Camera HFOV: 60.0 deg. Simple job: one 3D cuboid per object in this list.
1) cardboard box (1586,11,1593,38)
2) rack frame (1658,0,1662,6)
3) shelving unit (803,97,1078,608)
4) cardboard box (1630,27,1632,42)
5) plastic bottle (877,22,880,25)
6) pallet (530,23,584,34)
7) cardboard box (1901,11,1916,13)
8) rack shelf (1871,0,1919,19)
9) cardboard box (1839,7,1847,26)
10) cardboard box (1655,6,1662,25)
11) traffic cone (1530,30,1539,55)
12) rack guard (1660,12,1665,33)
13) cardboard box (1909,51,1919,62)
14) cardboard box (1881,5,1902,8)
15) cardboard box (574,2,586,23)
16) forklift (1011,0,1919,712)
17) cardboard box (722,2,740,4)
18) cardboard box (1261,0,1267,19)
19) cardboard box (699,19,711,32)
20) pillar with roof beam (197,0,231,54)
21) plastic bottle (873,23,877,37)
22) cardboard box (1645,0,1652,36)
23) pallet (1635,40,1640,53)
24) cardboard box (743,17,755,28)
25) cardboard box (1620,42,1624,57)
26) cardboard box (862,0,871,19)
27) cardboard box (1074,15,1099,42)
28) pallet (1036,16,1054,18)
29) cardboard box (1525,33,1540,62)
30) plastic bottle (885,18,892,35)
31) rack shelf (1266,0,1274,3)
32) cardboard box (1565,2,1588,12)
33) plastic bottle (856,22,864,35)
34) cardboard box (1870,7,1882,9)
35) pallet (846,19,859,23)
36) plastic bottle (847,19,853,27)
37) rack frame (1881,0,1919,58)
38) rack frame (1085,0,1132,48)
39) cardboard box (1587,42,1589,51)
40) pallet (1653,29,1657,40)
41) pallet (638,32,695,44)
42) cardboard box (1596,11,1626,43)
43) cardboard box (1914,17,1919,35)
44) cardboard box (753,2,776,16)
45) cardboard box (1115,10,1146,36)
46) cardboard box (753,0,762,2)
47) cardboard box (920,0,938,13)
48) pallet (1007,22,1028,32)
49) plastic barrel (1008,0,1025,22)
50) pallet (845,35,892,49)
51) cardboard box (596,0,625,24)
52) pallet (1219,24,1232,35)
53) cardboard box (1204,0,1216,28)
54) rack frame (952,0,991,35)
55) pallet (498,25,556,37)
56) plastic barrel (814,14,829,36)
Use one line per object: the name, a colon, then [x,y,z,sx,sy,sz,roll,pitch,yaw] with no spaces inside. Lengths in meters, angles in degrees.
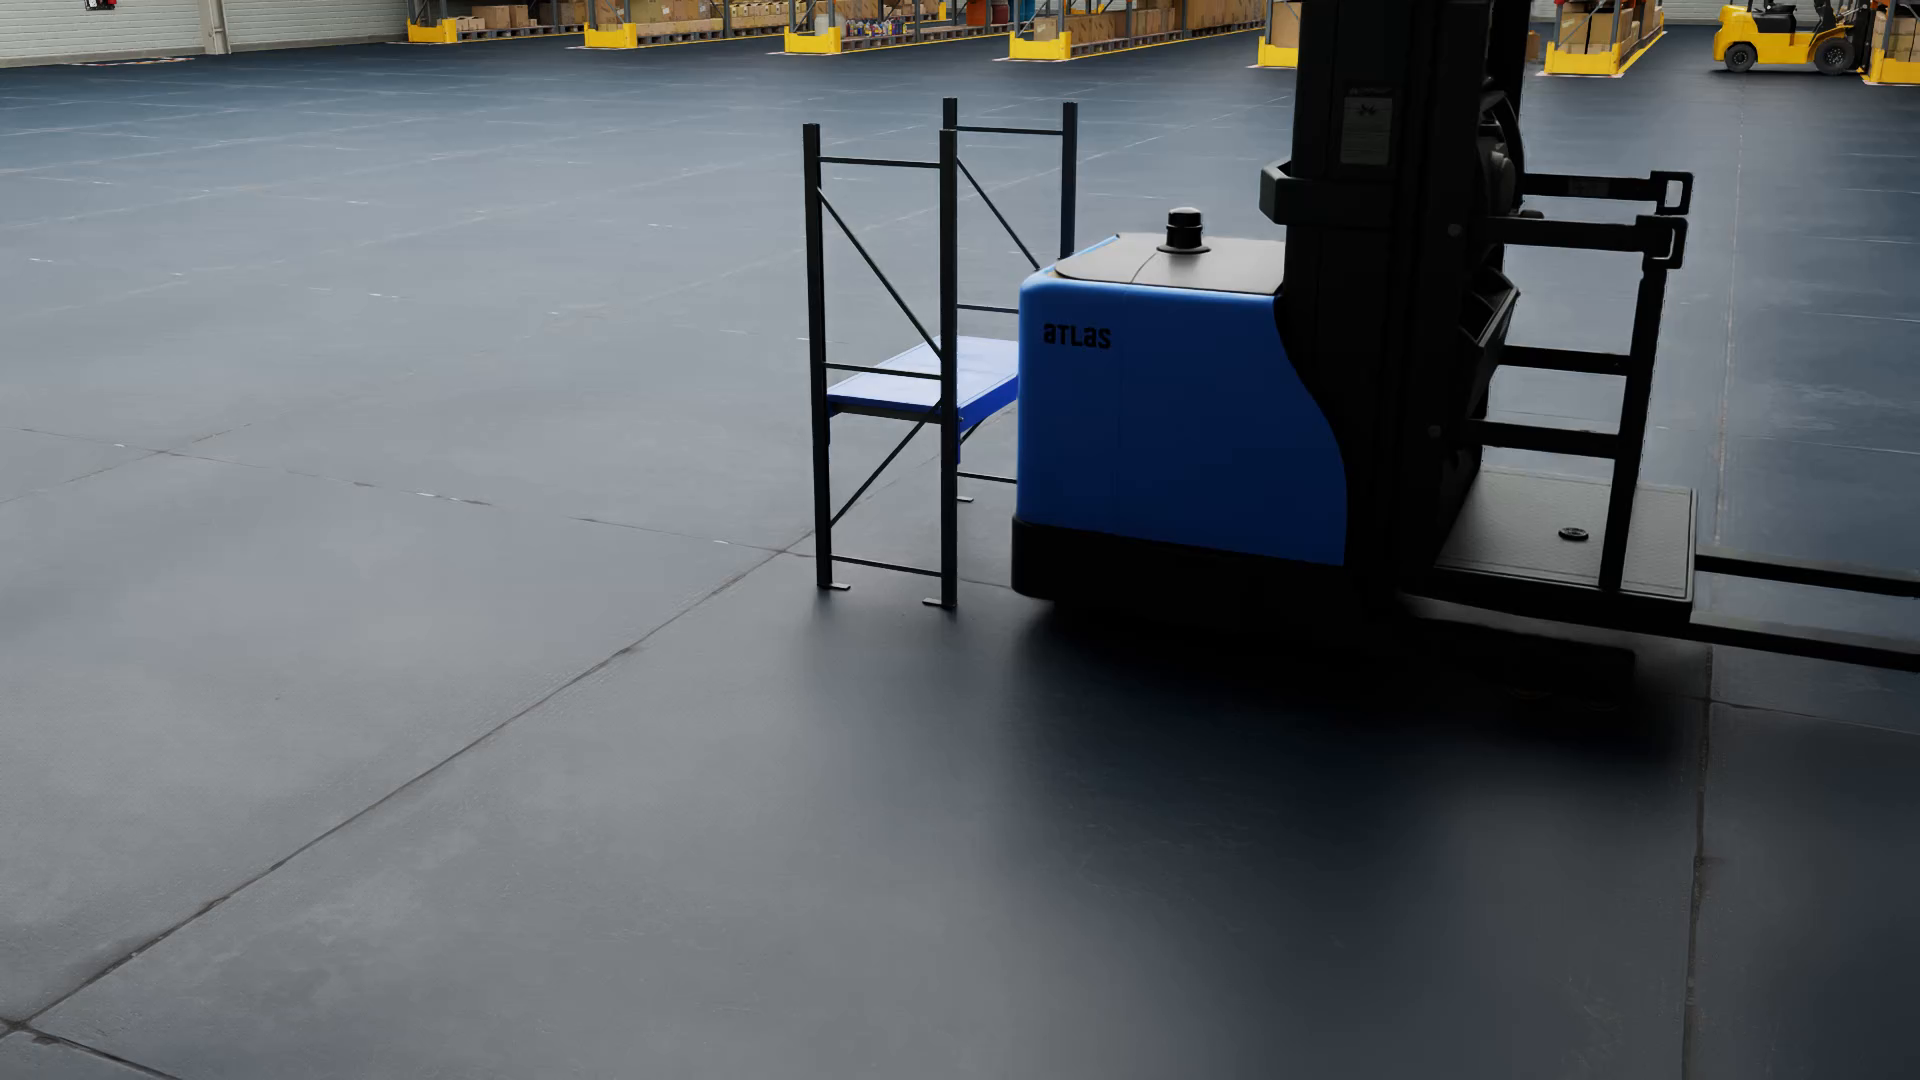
cardboard box: [10.856,-9.047,29.288,0.500,0.500,0.500,9,22,25]
rack frame: [17.107,-14.241,41.537,1.000,3.000,0.127,9,21,23]
shelving unit: [-0.035,-0.681,5.644,0.538,1.500,1.048,9,21,23]
cardboard box: [12.405,-9.694,32.044,0.950,0.372,0.625,9,21,23]
plastic bottle: [-1.746,-11.111,36.133,0.061,0.283,0.133,9,21,23]
pallet: [-10.088,-12.896,41.916,1.003,0.211,1.213,9,21,23]
cardboard box: [16.698,-9.090,29.036,0.500,0.250,0.500,9,21,24]
rack shelf: [15.904,-8.943,27.712,1.077,0.370,4.000,9,21,23]
cardboard box: [20.914,-12.152,38.765,0.700,0.500,0.500,10,22,25]
cardboard box: [16.928,-13.017,41.290,0.875,0.438,0.875,8,21,21]
traffic cone: [11.423,-9.949,33.254,0.336,0.463,0.334,9,21,23]
rack guard: [17.117,-13.071,41.977,1.175,0.500,0.348,9,21,23]
cardboard box: [15.464,-7.696,26.609,0.500,0.250,0.500,9,21,23]
cardboard box: [19.916,-11.356,35.559,0.380,0.149,0.250,9,21,23]
cardboard box: [-9.953,-13.394,42.227,0.700,0.500,0.500,8,21,22]
forklift: [1.729,-1.106,4.704,3.031,2.935,1.130,8,21,22]
cardboard box: [-5.566,-12.935,40.504,0.500,0.311,0.500,8,21,23]
cardboard box: [7.877,-14.591,45.066,0.875,0.875,0.875,9,21,23]
cardboard box: [-6.089,-11.872,38.353,0.500,0.250,0.500,9,21,23]
pillar with roof beam: [-11.075,-13.483,30.453,9.100,9.000,0.400,9,21,23]
plastic bottle: [-1.838,-10.928,35.635,0.097,0.271,0.097,0,20,0]
cardboard box: [14.559,-11.465,36.273,0.875,0.875,0.875,9,21,23]
pallet: [13.509,-10.243,34.457,1.003,0.211,1.213,9,21,23]
cardboard box: [-5.283,-12.441,39.952,0.500,0.250,0.500,9,22,24]
cardboard box: [11.353,-8.616,29.197,0.500,0.250,0.500,9,22,25]
cardboard box: [-2.759,-14.428,45.137,0.500,0.500,0.500,9,21,23]
cardboard box: [2.541,-10.460,34.007,0.500,0.500,0.500,7,21,18]
pallet: [2.673,-14.349,46.000,1.003,0.211,1.213,9,21,23]
cardboard box: [10.513,-9.256,31.245,0.500,0.500,0.500,-9,22,-24]
plastic bottle: [-1.578,-11.178,36.220,0.144,0.351,0.185,8,21,22]
rack shelf: [6.817,-10.271,31.447,1.077,0.370,4.000,9,21,23]
cardboard box: [10.840,-9.390,29.286,0.380,0.149,0.250,9,21,24]
plastic bottle: [-2.182,-11.146,36.243,0.152,0.276,0.135,9,21,23]
cardboard box: [18.713,-10.864,34.176,0.380,0.149,0.250,9,22,24]
pallet: [-3.405,-13.797,44.449,1.003,0.211,1.213,9,21,23]
plastic bottle: [-2.403,-11.137,36.106,0.144,0.351,0.185,10,22,25]
rack frame: [15.085,-8.670,25.872,1.000,3.000,0.127,9,21,23]
rack frame: [3.152,-11.933,35.046,1.000,3.000,0.127,9,21,23]
cardboard box: [10.860,-8.694,29.415,0.500,0.250,0.500,9,21,23]
pallet: [15.852,-11.927,39.190,1.003,0.211,1.213,9,21,23]
pallet: [-6.746,-11.368,37.619,1.003,0.211,1.213,9,21,23]
cardboard box: [11.357,-8.982,29.107,0.500,0.500,0.500,8,21,21]
cardboard box: [15.454,-8.165,26.435,0.500,0.250,0.500,8,21,22]
cardboard box: [-4.859,-13.022,40.749,0.500,0.311,0.500,9,22,24]
cardboard box: [3.635,-11.290,36.313,0.700,0.500,0.500,8,21,22]
cardboard box: [-6.308,-15.962,49.479,0.700,0.500,0.500,9,22,24]
cardboard box: [-0.968,-15.791,48.969,0.500,0.500,0.500,9,21,23]
pallet: [1.057,-13.140,42.601,1.003,0.211,1.213,9,21,23]
plastic barrel: [1.381,-13.887,43.045,0.600,0.901,0.708,9,21,23]
pallet: [-2.178,-10.725,35.811,1.003,0.211,1.213,9,21,23]
cardboard box: [-7.574,-11.531,36.273,0.500,0.500,0.500,9,21,23]
pallet: [6.181,-12.818,41.697,1.003,0.211,1.213,9,21,23]
cardboard box: [5.463,-12.832,40.118,1.225,0.875,0.875,9,21,23]
rack frame: [0.271,-13.835,40.395,1.000,3.000,0.127,9,21,23]
pallet: [-10.648,-12.448,40.656,1.003,0.211,1.213,9,21,23]
plastic barrel: [-2.805,-10.627,34.460,0.421,0.512,0.421,0,20,0]
